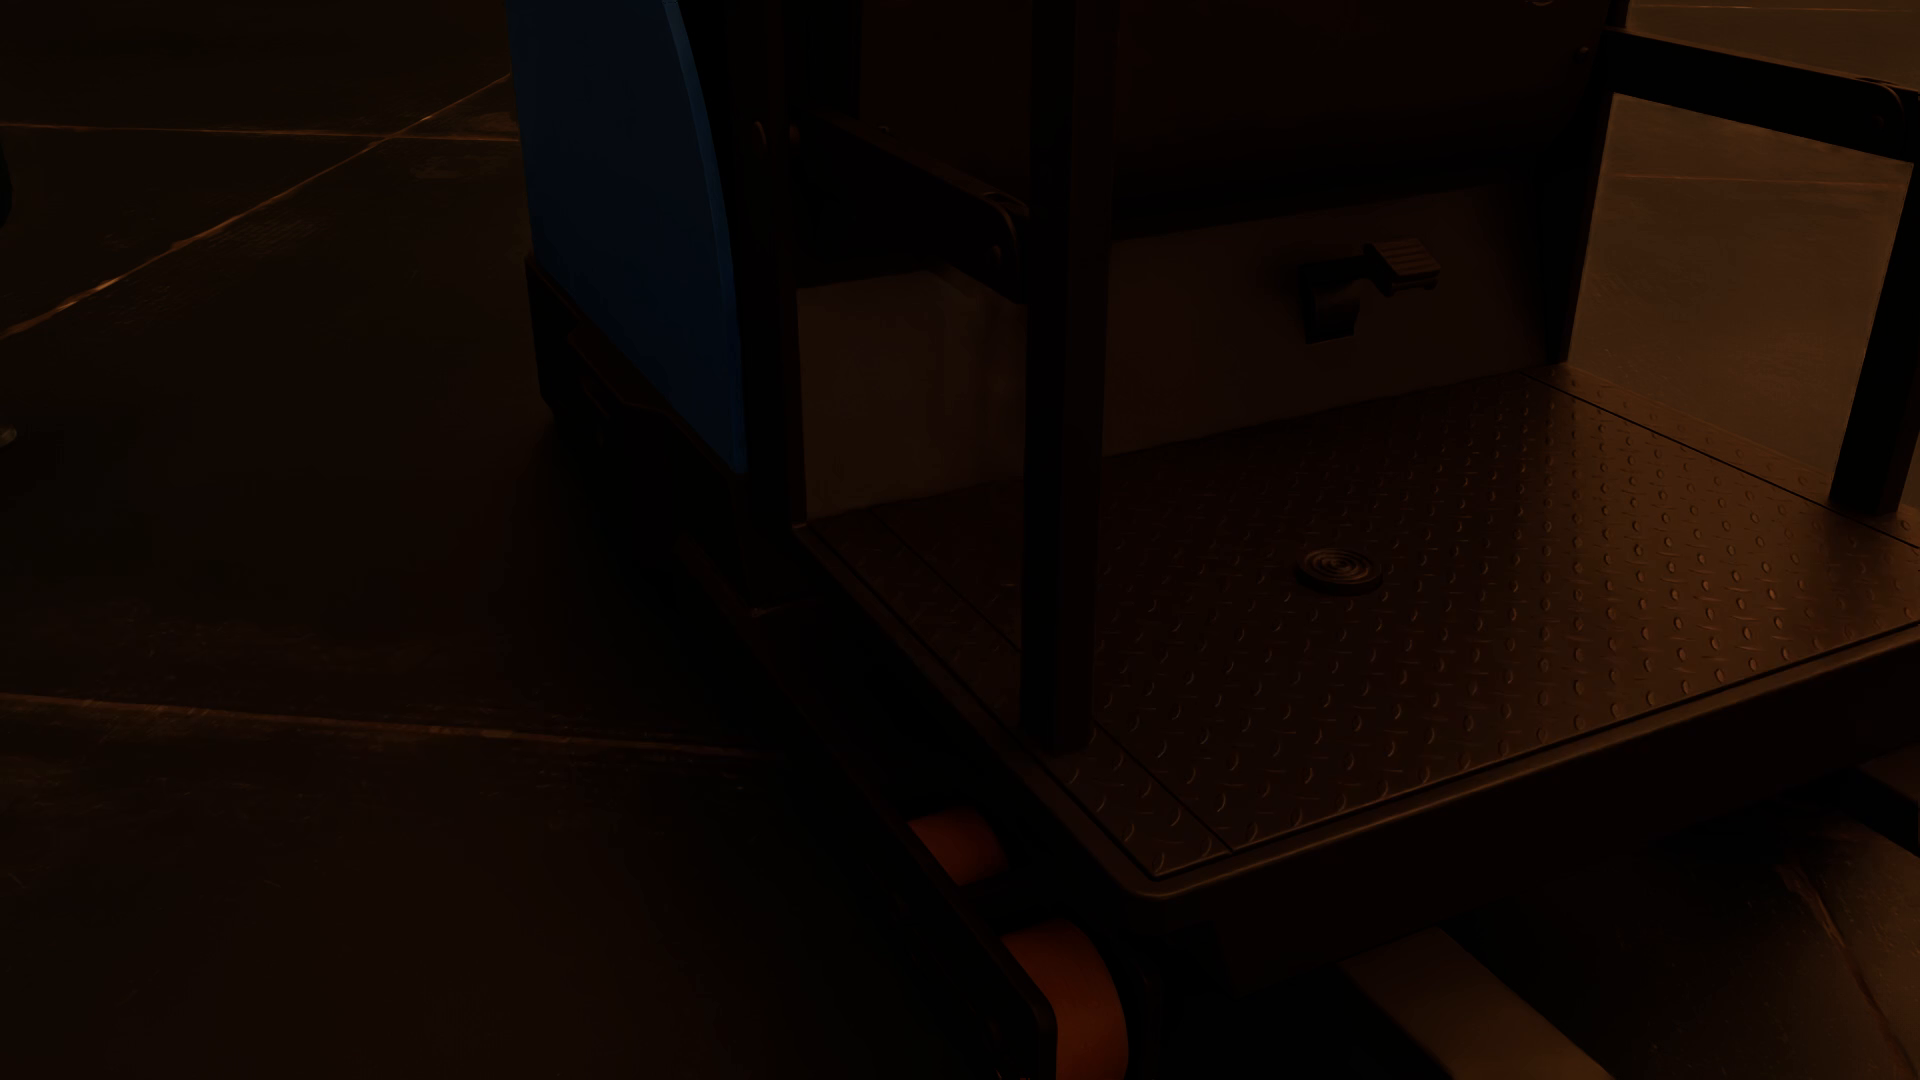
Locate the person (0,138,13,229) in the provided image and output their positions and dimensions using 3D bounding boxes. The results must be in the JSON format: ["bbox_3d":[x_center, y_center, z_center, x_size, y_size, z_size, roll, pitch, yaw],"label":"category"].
[{"bbox_3d":[-1.774,-0.853,2.537,0.733,1.547,0.438,16,31,29],"label":"person"}]

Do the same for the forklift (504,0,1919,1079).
[{"bbox_3d":[0.397,-1.032,1.285,1.130,2.935,3.031,-13,29,-24],"label":"forklift"}]
